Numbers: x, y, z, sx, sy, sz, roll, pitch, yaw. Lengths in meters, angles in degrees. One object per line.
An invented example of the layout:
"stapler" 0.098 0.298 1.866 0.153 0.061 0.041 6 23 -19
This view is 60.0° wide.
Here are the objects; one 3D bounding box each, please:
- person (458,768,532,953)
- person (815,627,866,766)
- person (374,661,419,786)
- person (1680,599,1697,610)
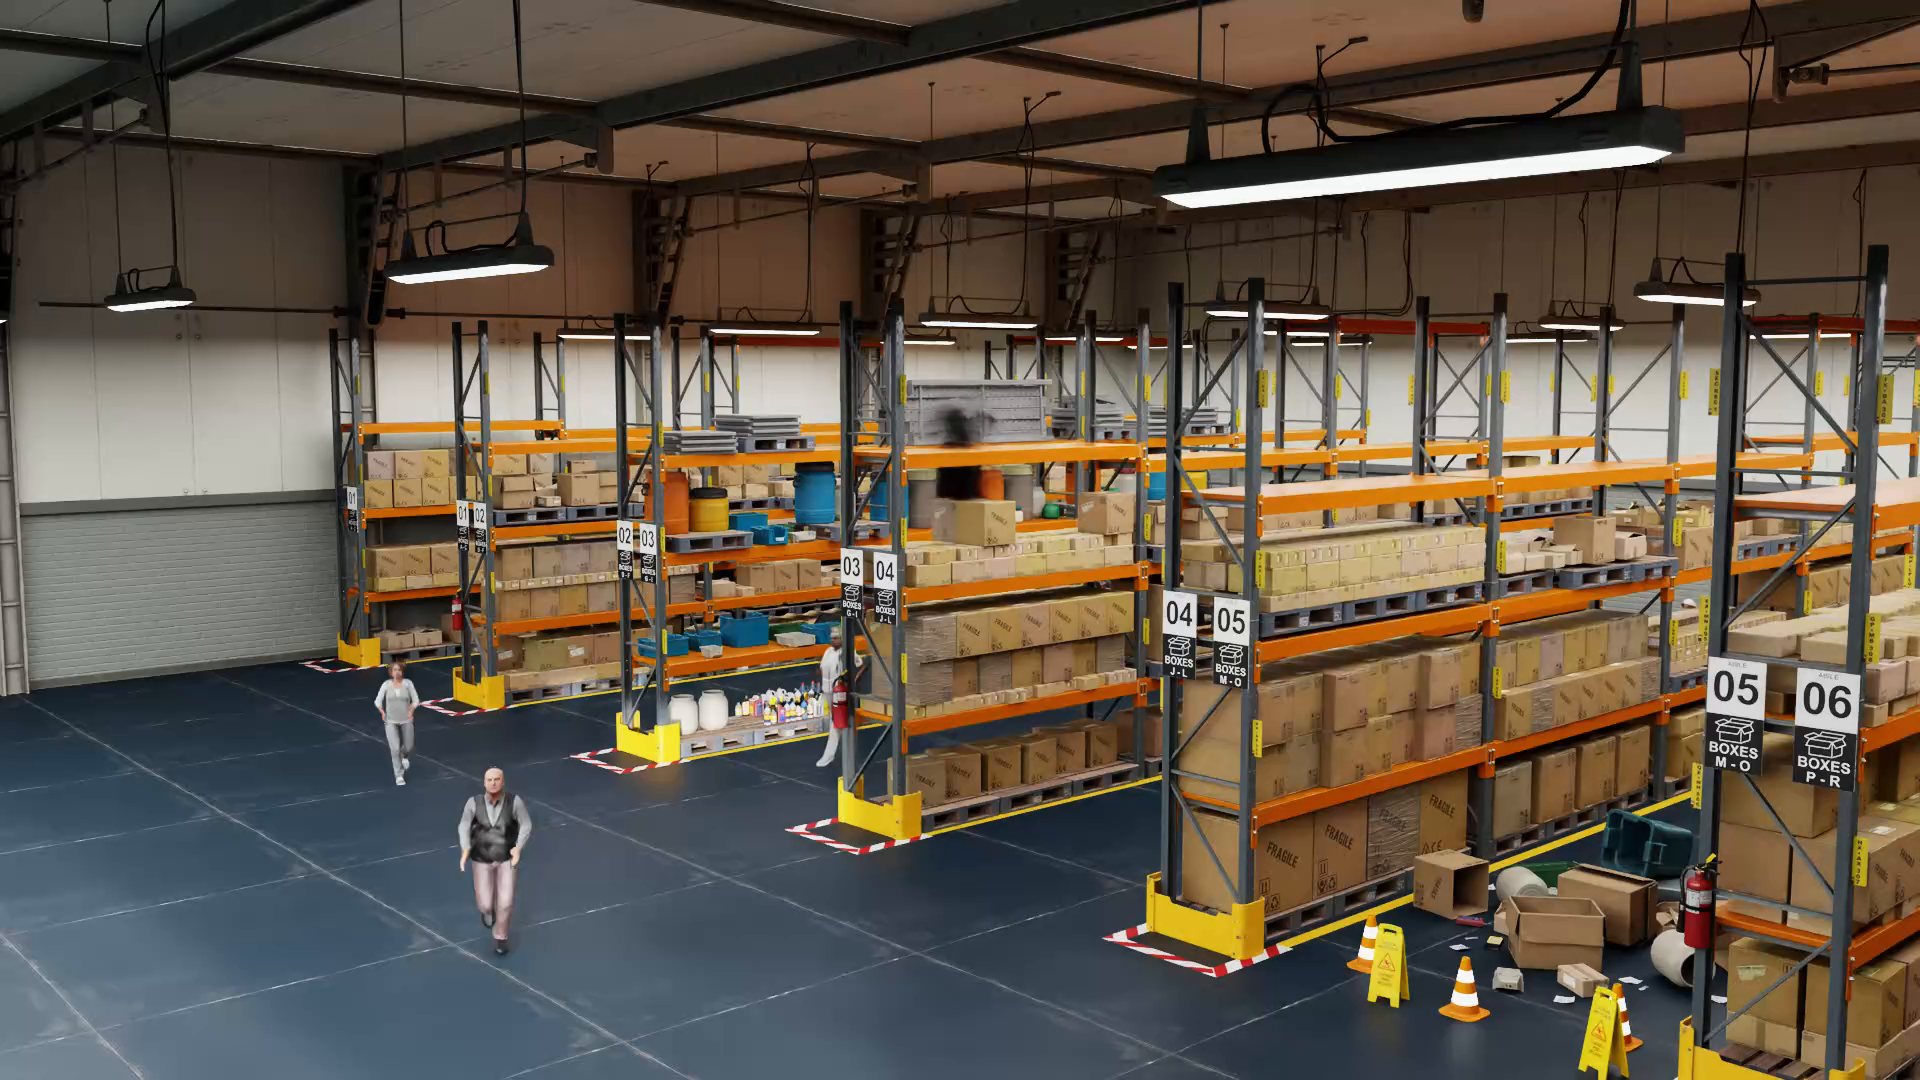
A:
"person" -4.185 2.863 15.003 0.648 1.672 0.616 -1 6 -12
"person" -1.555 1.947 20.934 0.582 1.733 0.838 4 7 37
"person" -7.143 2.309 21.116 0.537 1.548 0.594 -2 6 -22
"person" 11.189 1.768 25.489 0.756 1.733 0.693 -4 7 -38
